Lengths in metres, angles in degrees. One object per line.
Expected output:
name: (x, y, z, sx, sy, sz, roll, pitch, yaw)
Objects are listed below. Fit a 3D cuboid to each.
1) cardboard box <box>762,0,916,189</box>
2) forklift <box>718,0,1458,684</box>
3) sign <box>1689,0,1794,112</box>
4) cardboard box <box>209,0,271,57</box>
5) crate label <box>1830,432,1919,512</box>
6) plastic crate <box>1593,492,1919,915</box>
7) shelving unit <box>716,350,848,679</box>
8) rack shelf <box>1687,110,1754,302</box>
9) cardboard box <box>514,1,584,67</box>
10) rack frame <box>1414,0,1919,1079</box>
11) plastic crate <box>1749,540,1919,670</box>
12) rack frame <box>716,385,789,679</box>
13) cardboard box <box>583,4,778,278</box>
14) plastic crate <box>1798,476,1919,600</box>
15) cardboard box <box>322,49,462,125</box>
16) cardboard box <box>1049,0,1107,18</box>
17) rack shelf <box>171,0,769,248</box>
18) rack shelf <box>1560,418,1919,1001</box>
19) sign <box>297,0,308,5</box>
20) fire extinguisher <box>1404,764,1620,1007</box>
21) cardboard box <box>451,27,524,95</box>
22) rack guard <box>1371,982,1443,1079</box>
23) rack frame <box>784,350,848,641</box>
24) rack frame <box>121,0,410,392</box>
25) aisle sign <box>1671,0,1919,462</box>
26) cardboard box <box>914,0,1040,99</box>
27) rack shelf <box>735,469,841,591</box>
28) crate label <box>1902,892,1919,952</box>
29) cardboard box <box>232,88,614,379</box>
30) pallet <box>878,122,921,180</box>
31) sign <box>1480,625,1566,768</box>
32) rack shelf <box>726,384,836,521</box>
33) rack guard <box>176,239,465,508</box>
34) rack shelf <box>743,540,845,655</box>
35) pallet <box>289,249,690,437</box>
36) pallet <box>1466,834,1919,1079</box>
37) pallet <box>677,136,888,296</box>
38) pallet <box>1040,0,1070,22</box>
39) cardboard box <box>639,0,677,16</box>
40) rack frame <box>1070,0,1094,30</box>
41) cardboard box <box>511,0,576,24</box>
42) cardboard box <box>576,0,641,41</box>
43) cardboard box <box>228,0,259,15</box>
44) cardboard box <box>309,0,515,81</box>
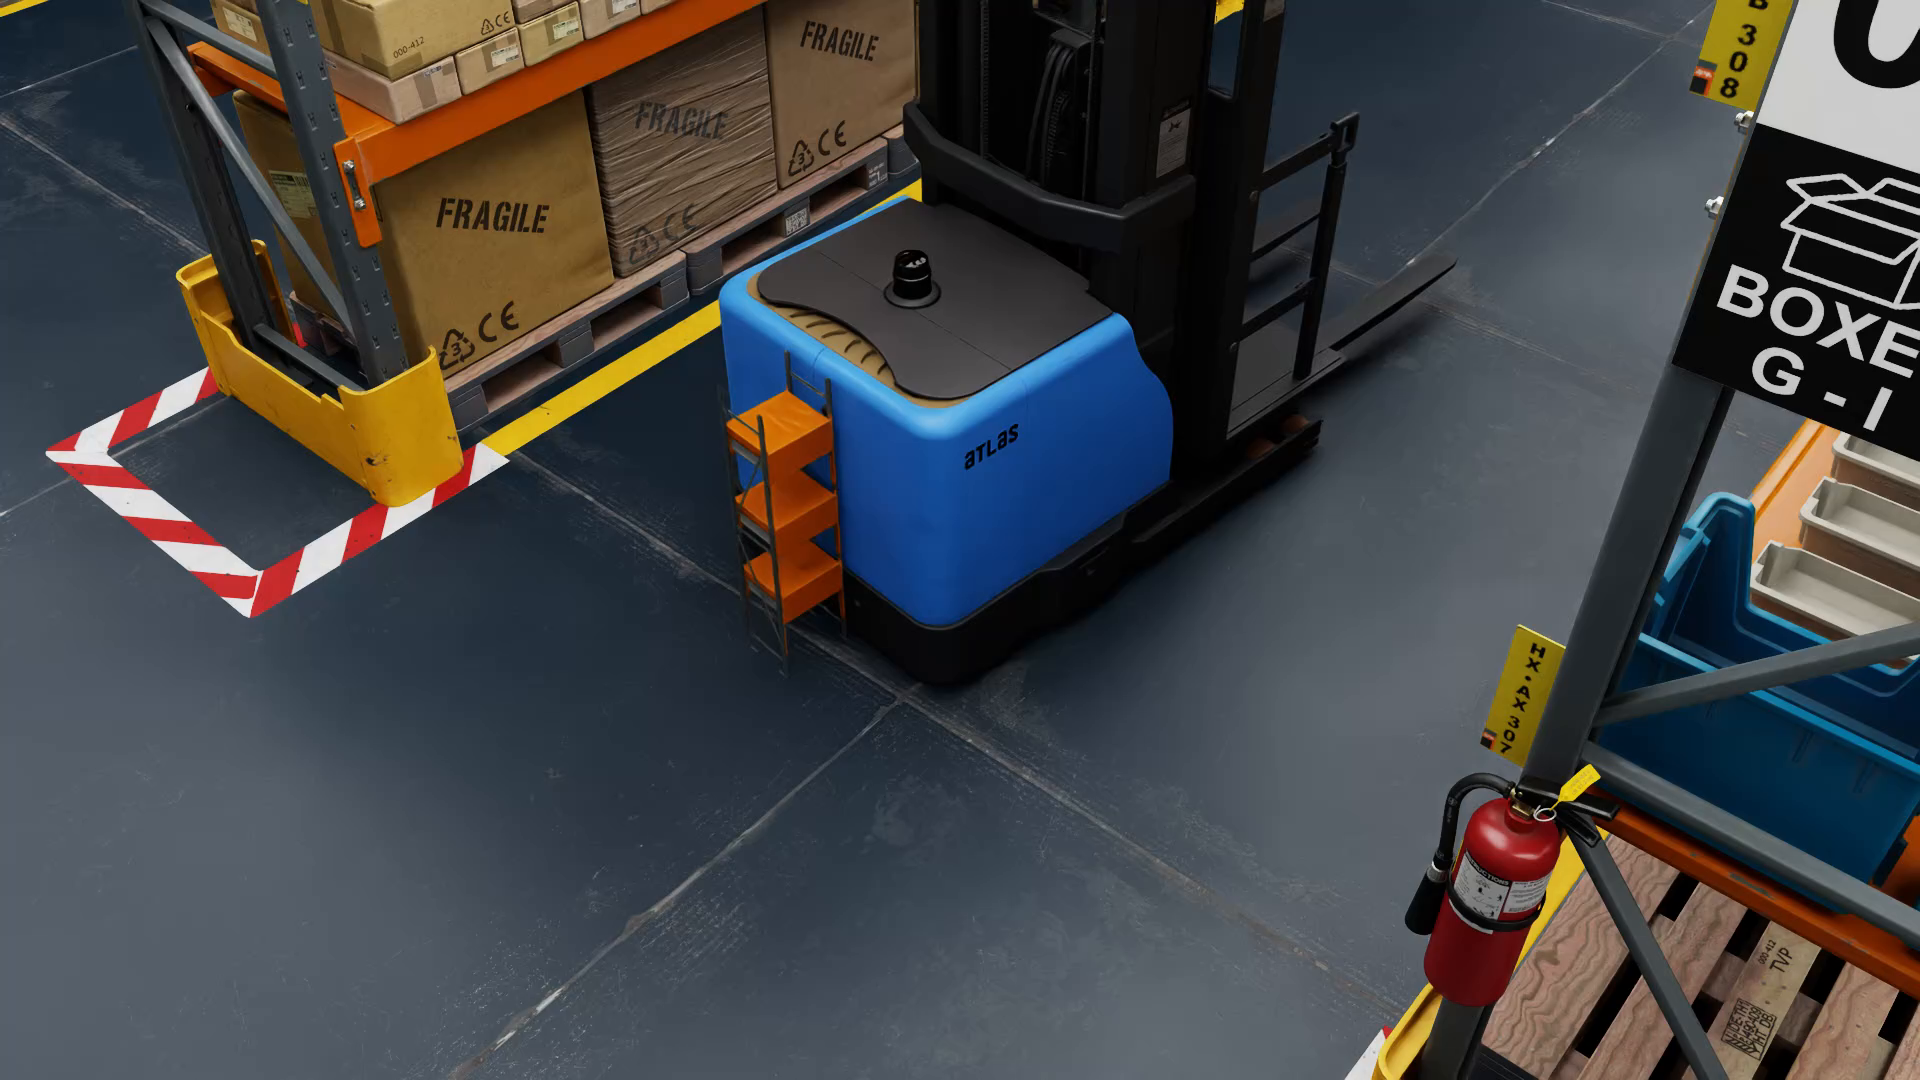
cardboard box: (-0.809, -2.221, 7.230, 0.875, 0.875, 0.875, 29, 50, 28)
forklift: (0.669, -1.512, 5.234, 3.031, 2.935, 1.130, -33, 51, -31)
sign: (1.042, -0.717, 2.157, 0.100, 0.325, 0.005, 29, 50, 28)
cardboard box: (-2.340, -1.793, 5.679, 0.380, 0.149, 0.250, 30, 50, 29)
crate label: (2.218, -0.136, 3.821, 0.396, 0.136, 0.243, 29, 50, 28)
plastic crate: (1.546, 0.296, 3.124, 0.616, 0.435, 0.499, 29, 50, 28)
shelving unit: (-0.524, -0.054, 5.029, 0.252, 1.050, 0.215, -33, 51, -31)
rack shelf: (2.760, -1.289, 3.243, 1.077, 0.370, 4.000, 29, 50, 28)
cardboard box: (-1.508, -1.772, 5.656, 0.380, 0.149, 0.250, 28, 49, 28)
rack frame: (1.471, 0.583, 2.879, 0.949, 2.616, 0.053, 29, 50, 28)
plastic crate: (1.860, 0.161, 3.494, 0.396, 0.136, 0.243, 29, 50, 28)
rack frame: (-0.613, 0.002, 4.967, 0.008, 1.050, 0.200, -33, 51, -31)
cardboard box: (-1.381, -1.762, 6.726, 0.875, 0.875, 0.875, 29, 50, 28)
plastic crate: (2.057, 0.018, 3.652, 0.396, 0.136, 0.243, 29, 50, 28)
cardboard box: (-1.837, -1.507, 5.365, 0.380, 0.149, 0.250, 30, 50, 29)
cardboard box: (0.653, -3.327, 8.447, 1.225, 0.875, 0.875, 30, 50, 29)
rack shelf: (-1.030, -2.324, 6.611, 1.077, 0.370, 4.000, 29, 50, 28)
rack shelf: (2.760, -0.180, 4.252, 1.077, 0.370, 4.000, 29, 50, 28)
sign: (-1.897, -1.667, 4.651, 0.100, 0.325, 0.005, 29, 50, 28)
fire extinguisher: (1.028, 0.632, 3.160, 0.296, 0.674, 0.183, 29, 50, 28)
cardboard box: (-1.673, -1.640, 5.511, 0.380, 0.149, 0.250, 29, 50, 28)
rack guard: (1.468, 1.527, 3.699, 1.175, 0.500, 0.348, 29, 50, 28)
rack frame: (-0.436, -0.111, 5.091, 0.008, 1.050, 0.200, -33, 51, -31)
rack frame: (-2.318, -1.560, 5.236, 1.000, 3.000, 0.127, 29, 50, 28)
aisle sign: (1.203, -0.467, 2.102, 0.394, 0.787, 0.004, 29, 50, 28)
cardboard box: (-0.229, -2.684, 7.739, 0.875, 0.875, 0.875, 29, 50, 28)
rack shelf: (-0.524, -0.046, 5.036, 0.240, 0.259, 0.215, -33, 51, -31)
crate label: (1.884, 0.639, 2.897, 0.416, 0.233, 0.303, 29, 50, 28)
cardboard box: (-1.967, -1.294, 6.210, 0.875, 0.875, 0.875, 29, 50, 28)
pallet: (-0.293, -2.231, 8.046, 1.003, 0.211, 1.213, 29, 50, 28)
sign: (1.042, 0.294, 3.076, 0.100, 0.325, 0.005, 29, 50, 28)
rack shelf: (-0.524, -0.256, 4.845, 0.240, 0.259, 0.215, -33, 51, -31)
rack guard: (-2.333, -0.623, 6.064, 1.175, 0.500, 0.348, 29, 50, 28)
rack shelf: (-0.524, 0.159, 5.223, 0.240, 0.259, 0.215, -33, 51, -31)
pallet: (-1.863, -0.974, 6.664, 1.003, 0.211, 1.213, 29, 50, 28)
pallet: (2.034, 1.208, 4.265, 1.003, 0.211, 1.213, 29, 50, 28)
pallet: (-1.078, -1.599, 7.352, 1.003, 0.211, 1.213, 29, 50, 28)
pallet: (0.696, -3.018, 8.912, 1.003, 0.211, 1.213, 29, 50, 28)
cardboard box: (-1.177, -2.037, 5.948, 0.380, 0.149, 0.250, 29, 49, 28)
rack frame: (0.257, -3.620, 7.501, 1.000, 3.000, 0.127, 29, 50, 28)
cardboard box: (-1.473, -2.016, 5.627, 0.500, 0.250, 0.500, 29, 50, 28)
cardboard box: (-1.341, -1.907, 5.804, 0.380, 0.149, 0.250, 29, 50, 28)
cardboard box: (-2.209, -1.979, 5.587, 0.500, 0.250, 0.500, 29, 50, 28)
cardboard box: (-1.802, -1.745, 5.330, 0.500, 0.250, 0.500, 28, 49, 27)
